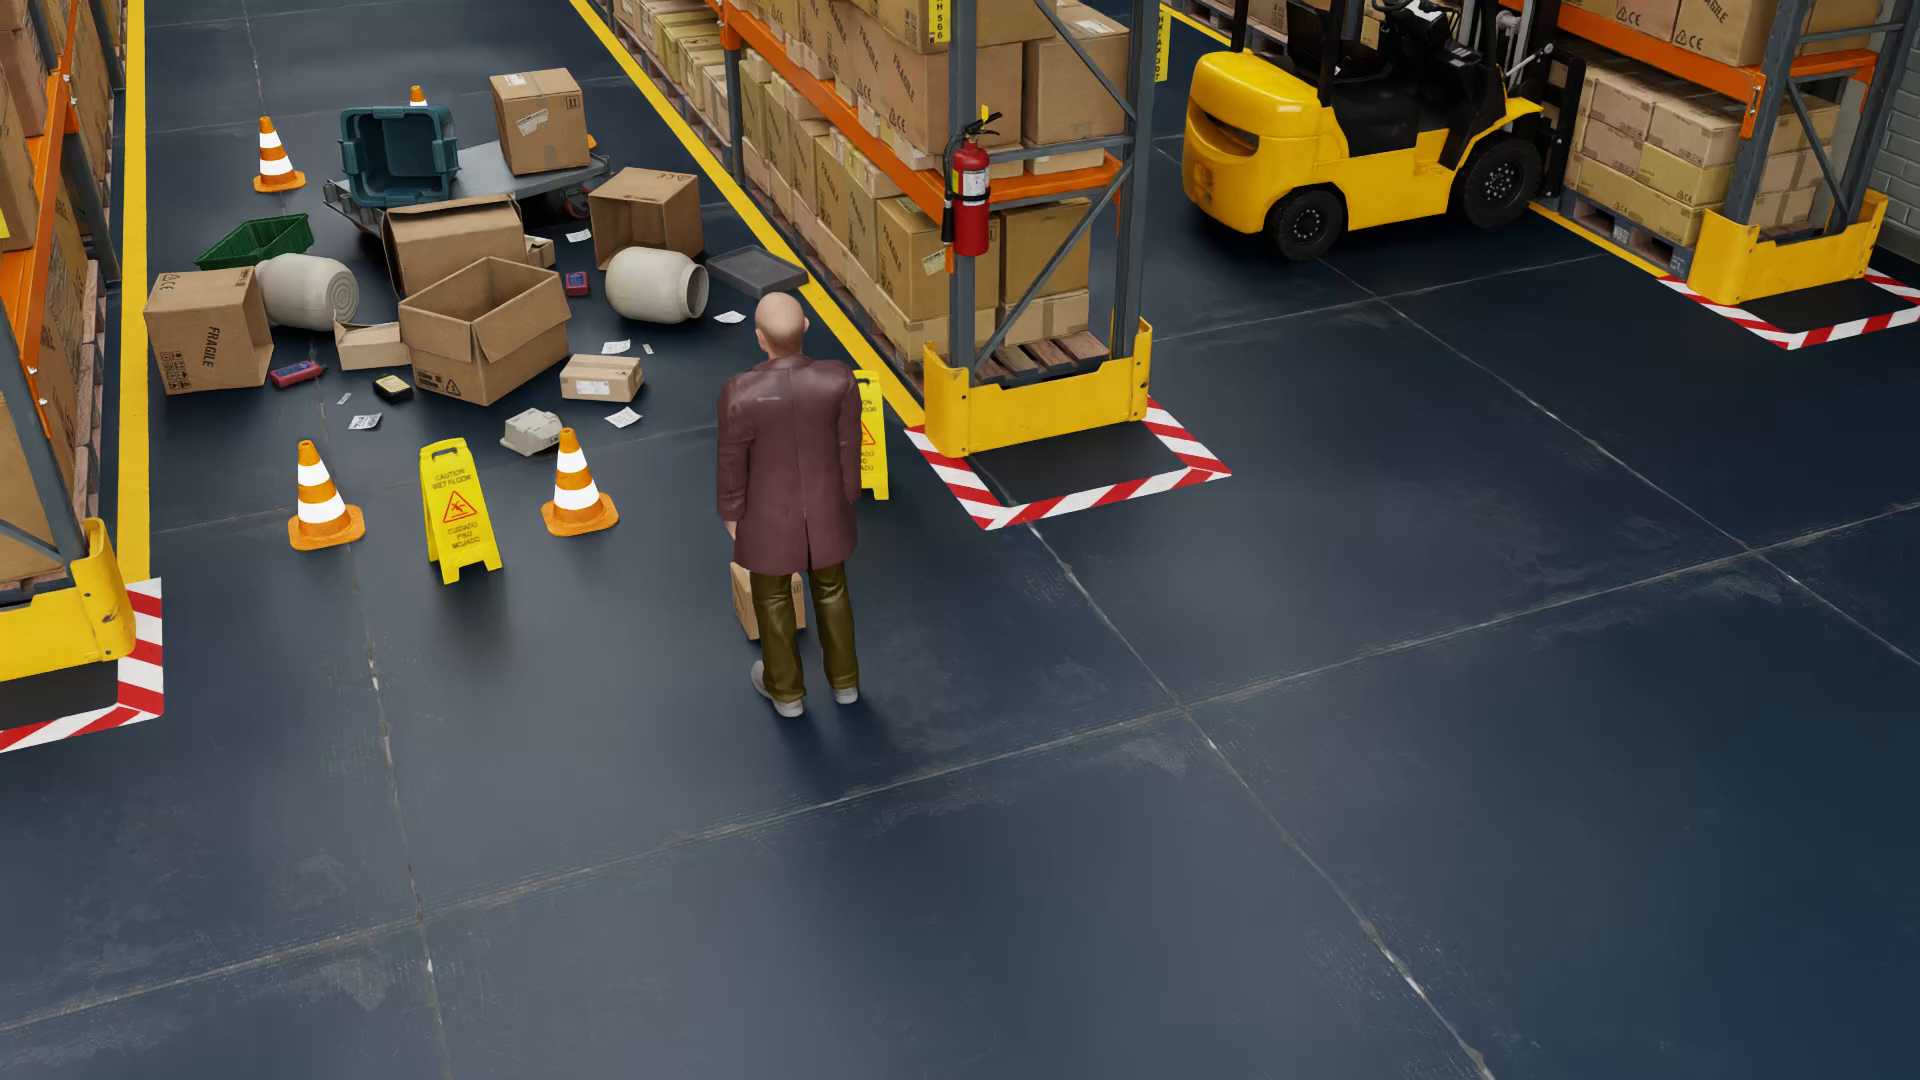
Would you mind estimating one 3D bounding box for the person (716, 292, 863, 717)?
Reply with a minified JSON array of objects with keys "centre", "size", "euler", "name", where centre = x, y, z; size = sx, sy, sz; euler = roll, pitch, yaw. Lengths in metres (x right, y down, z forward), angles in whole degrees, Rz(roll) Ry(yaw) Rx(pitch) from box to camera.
[{"centre":[-0.652,-0.133,6.362],"size":[0.565,1.776,0.377],"euler":[-12,35,-18],"name":"person"}]
